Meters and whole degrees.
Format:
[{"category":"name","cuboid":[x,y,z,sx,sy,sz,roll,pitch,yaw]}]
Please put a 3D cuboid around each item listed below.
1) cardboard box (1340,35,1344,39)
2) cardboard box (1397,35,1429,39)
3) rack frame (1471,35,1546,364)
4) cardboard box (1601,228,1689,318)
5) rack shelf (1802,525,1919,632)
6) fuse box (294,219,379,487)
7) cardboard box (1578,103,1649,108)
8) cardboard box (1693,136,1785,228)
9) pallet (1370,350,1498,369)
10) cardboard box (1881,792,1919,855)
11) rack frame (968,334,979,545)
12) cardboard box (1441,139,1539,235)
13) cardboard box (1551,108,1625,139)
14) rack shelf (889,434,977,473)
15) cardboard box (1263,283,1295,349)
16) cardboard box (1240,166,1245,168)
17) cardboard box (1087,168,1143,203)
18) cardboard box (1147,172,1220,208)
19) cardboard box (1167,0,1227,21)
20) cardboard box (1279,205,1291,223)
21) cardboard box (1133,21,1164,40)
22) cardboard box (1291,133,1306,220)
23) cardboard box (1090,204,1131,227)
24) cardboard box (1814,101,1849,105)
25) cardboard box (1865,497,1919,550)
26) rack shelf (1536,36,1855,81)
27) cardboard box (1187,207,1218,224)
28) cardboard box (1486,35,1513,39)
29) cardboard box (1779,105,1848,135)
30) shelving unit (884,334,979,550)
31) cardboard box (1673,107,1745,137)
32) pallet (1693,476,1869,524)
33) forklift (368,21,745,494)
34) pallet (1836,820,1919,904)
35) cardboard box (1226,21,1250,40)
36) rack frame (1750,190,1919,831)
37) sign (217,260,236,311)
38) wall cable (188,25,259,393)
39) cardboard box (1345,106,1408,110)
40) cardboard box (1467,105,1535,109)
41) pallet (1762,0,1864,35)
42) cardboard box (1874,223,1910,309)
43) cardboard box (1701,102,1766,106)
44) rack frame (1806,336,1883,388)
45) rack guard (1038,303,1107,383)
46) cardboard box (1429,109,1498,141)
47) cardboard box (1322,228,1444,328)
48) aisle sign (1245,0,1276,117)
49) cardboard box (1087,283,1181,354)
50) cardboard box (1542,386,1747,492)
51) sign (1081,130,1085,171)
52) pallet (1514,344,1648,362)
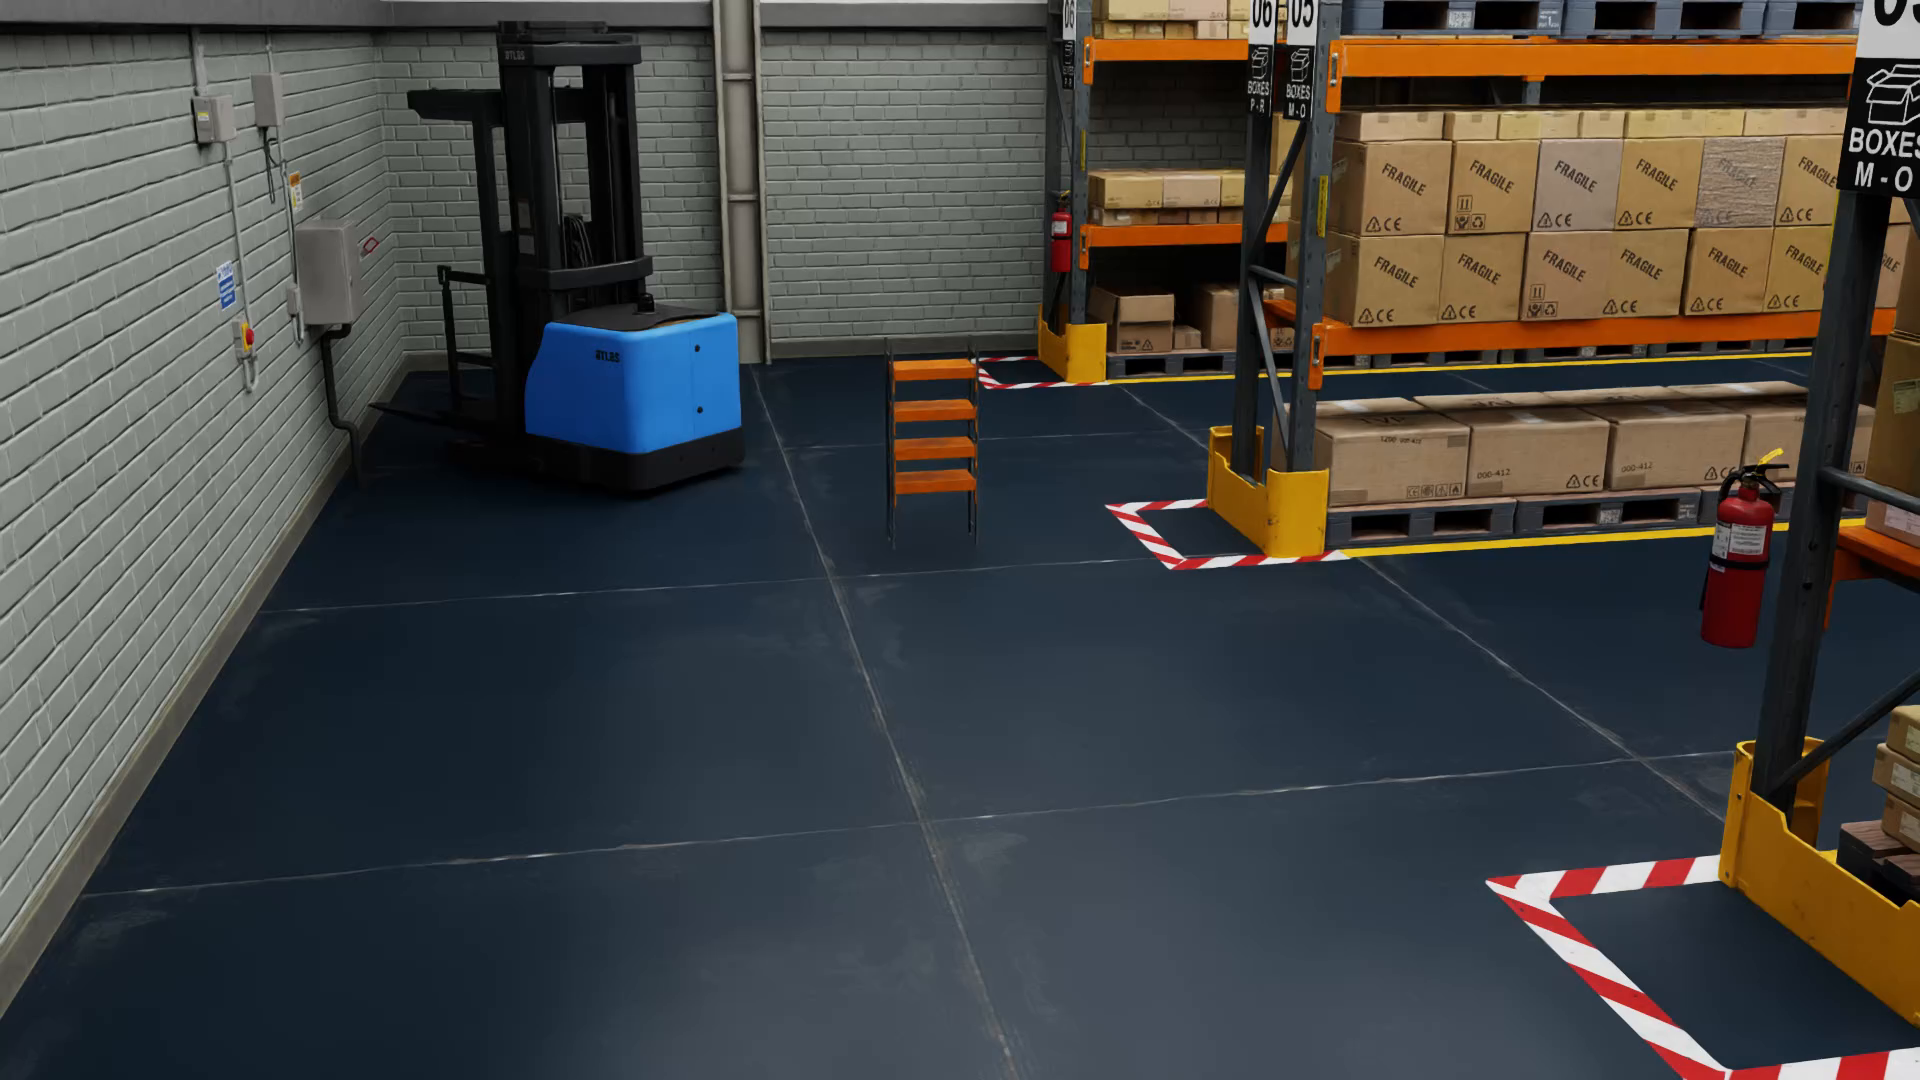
[{"category":"cardboard box","cuboid":[3.028,-4.274,13.937,0.250,0.149,0.380,-3,17,-9]},{"category":"cardboard box","cuboid":[3.786,-4.330,14.121,0.250,0.149,0.380,-3,17,-11]},{"category":"rack frame","cuboid":[4.831,-3.159,14.989,0.127,3.000,1.000,-3,17,-10]},{"category":"cardboard box","cuboid":[3.858,-1.590,9.709,0.500,0.500,0.500,-3,17,-9]},{"category":"rack shelf","cuboid":[4.851,0.148,5.447,4.000,0.370,1.077,-3,17,-10]},{"category":"fuse box","cuboid":[-3.938,-1.183,10.749,0.414,1.711,0.539,-3,17,-10]},{"category":"cardboard box","cuboid":[3.918,-2.542,10.002,0.250,0.149,0.380,-3,17,-10]},{"category":"cardboard box","cuboid":[4.368,-2.092,9.640,0.500,0.500,0.500,-3,17,-10]},{"category":"pallet","cuboid":[4.157,-1.788,15.275,1.213,0.211,1.003,-3,17,-10]},{"category":"cardboard box","cuboid":[3.364,0.988,5.626,0.250,0.149,0.380,-3,17,-10]},{"category":"rack frame","cuboid":[0.077,-0.578,9.650,0.015,1.200,0.240,-3,17,-10]},{"category":"cardboard box","cuboid":[2.880,-2.007,9.364,0.500,0.500,0.500,-4,17,-12]},{"category":"cardboard box","cuboid":[3.527,-2.350,9.375,0.250,0.149,0.380,-3,17,-10]},{"category":"rack shelf","cuboid":[-0.163,-0.500,9.625,0.480,0.148,0.258,-3,17,-10]},{"category":"cardboard box","cuboid":[2.907,-1.986,14.712,0.500,0.500,0.500,-3,17,-9]},{"category":"cardboard box","cuboid":[2.812,-3.193,14.847,0.500,0.250,0.500,-3,17,-11]},{"category":"cardboard box","cuboid":[1.305,-3.109,14.575,0.500,0.250,0.500,-3,17,-9]},{"category":"cardboard box","cuboid":[1.895,-2.983,14.163,0.500,0.250,0.500,-3,17,-10]},{"category":"cardboard box","cuboid":[1.886,-4.421,13.737,0.500,0.250,0.500,-3,17,-9]},{"category":"cardboard box","cuboid":[2.807,-2.834,14.357,0.250,0.149,0.380,-3,17,-9]},{"category":"cardboard box","cuboid":[1.513,-4.223,13.772,0.250,0.149,0.380,-3,17,-9]},{"category":"cardboard box","cuboid":[2.277,-2.127,9.755,0.500,0.500,0.500,-3,17,-9]},{"category":"cardboard box","cuboid":[1.278,-2.756,14.103,0.250,0.149,0.380,-3,17,-11]},{"category":"cardboard box","cuboid":[5.417,-2.622,10.261,0.250,0.149,0.380,-4,17,-11]},{"category":"cardboard box","cuboid":[3.154,-0.064,5.340,0.250,0.149,0.380,-3,17,-10]},{"category":"rack shelf","cuboid":[6.795,-4.361,15.017,4.000,0.370,1.077,-3,17,-10]},{"category":"cardboard box","cuboid":[2.031,-2.804,14.261,0.250,0.149,0.380,-3,17,-9]},{"category":"cardboard box","cuboid":[4.534,-4.368,14.243,0.250,0.149,0.380,-3,17,-11]},{"category":"cardboard box","cuboid":[5.008,-2.461,9.738,0.250,0.149,0.380,-3,17,-10]},{"category":"shelving unit","cuboid":[-0.163,-0.564,9.606,0.503,1.200,0.258,-3,17,-10]},{"category":"cardboard box","cuboid":[4.267,-2.403,9.548,0.250,0.149,0.380,-4,17,-12]},{"category":"pallet","cuboid":[5.015,-0.376,10.676,1.213,0.211,1.003,-3,17,-10]},{"category":"forklift","cuboid":[-2.965,-2.016,11.385,3.031,2.935,1.130,12,21,33]},{"category":"pallet","cuboid":[3.766,1.209,5.516,1.213,0.211,1.003,-3,17,-10]},{"category":"cardboard box","cuboid":[2.288,-4.234,13.806,0.250,0.149,0.380,-3,17,-11]},{"category":"rack frame","cuboid":[2.887,-0.085,4.978,0.127,3.000,1.000,-3,17,-10]},{"category":"sign","cuboid":[-3.734,-1.297,8.465,0.001,0.218,0.327,-3,17,-10]},{"category":"wall cable","cuboid":[-3.683,-1.686,8.408,0.123,1.953,0.585,-3,17,-10]},{"category":"cardboard box","cuboid":[2.408,-2.441,9.671,0.250,0.149,0.380,-3,17,-9]},{"category":"cardboard box","cuboid":[3.171,-2.476,9.785,0.250,0.149,0.380,-3,17,-11]},{"category":"pallet","cuboid":[4.971,-3.078,9.765,1.213,0.211,1.003,-3,17,-10]},{"category":"cardboard box","cuboid":[5.369,-1.677,9.993,0.500,0.500,0.500,-3,17,-10]},{"category":"cardboard box","cuboid":[4.670,-2.580,10.126,0.250,0.149,0.380,-3,17,-11]},{"category":"rack frame","cuboid":[5.776,-1.729,10.331,0.127,3.000,1.000,-3,17,-10]},{"category":"rack guard","cuboid":[0.978,-1.746,14.645,0.348,0.500,1.175,-3,17,-10]},{"category":"cardboard box","cuboid":[2.771,-2.298,9.208,0.250,0.149,0.380,-3,17,-9]},{"category":"cardboard box","cuboid":[2.375,-1.498,9.409,0.500,0.500,0.500,-3,17,-11]},{"category":"aisle sign","cuboid":[1.719,-2.834,9.502,0.004,0.787,0.394,-3,17,-10]},{"category":"cardboard box","cuboid":[1.522,-1.951,14.591,0.637,0.503,0.797,-4,18,-13]},{"category":"cardboard box","cuboid":[4.261,-0.651,10.470,0.875,0.438,0.875,-4,17,-12]},{"category":"sign","cuboid":[1.007,-3.194,13.628,0.005,0.325,0.100,-3,17,-10]},{"category":"pallet","cuboid":[5.622,-1.883,15.582,1.213,0.211,1.003,-3,17,-10]}]
